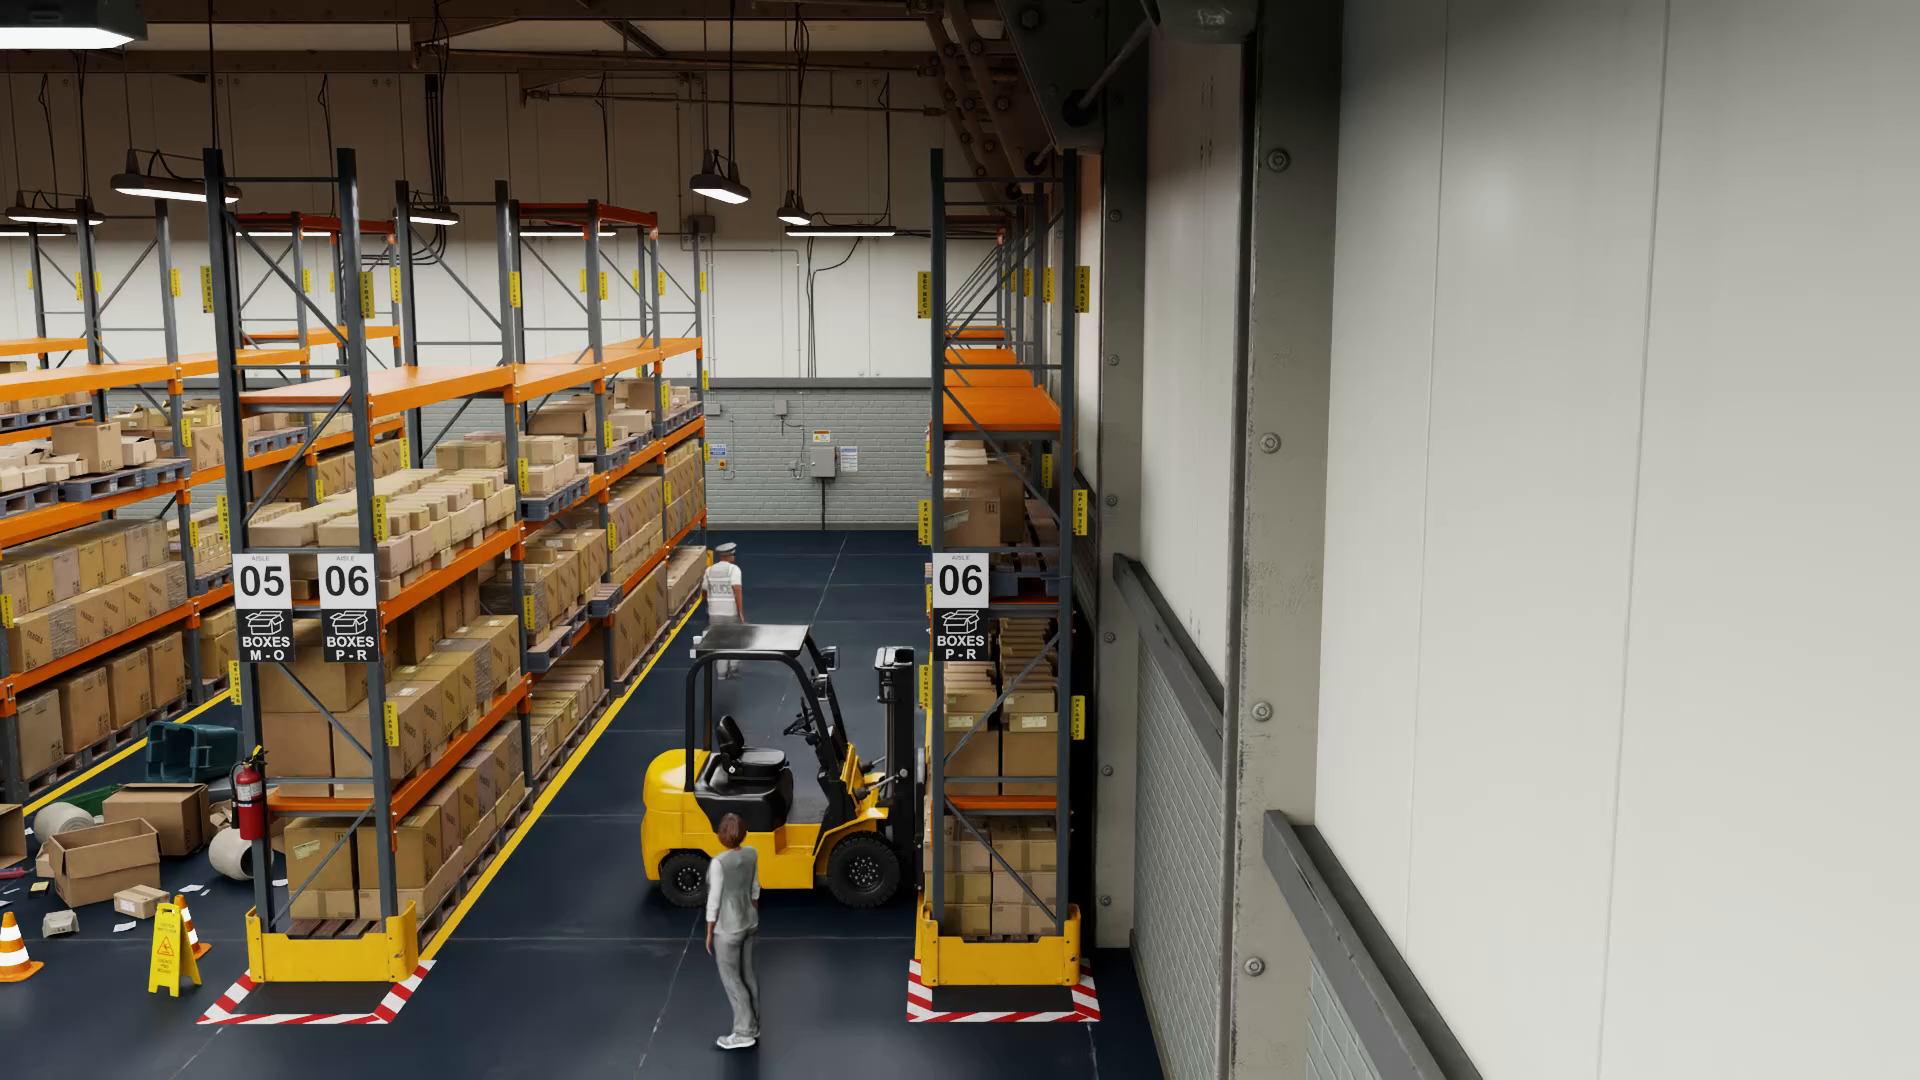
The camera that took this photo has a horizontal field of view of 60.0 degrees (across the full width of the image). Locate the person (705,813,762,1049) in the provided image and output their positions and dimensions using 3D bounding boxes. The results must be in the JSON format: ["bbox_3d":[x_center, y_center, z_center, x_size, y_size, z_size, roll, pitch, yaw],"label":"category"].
[{"bbox_3d":[-1.506,2.615,11.185,0.368,1.617,0.478,4,10,25],"label":"person"}]

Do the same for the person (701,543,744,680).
[{"bbox_3d":[-2.887,0.912,20.292,0.551,1.719,0.757,0,9,-2],"label":"person"}]

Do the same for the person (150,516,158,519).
[{"bbox_3d":[-11.623,0.474,24.192,0.437,1.678,0.467,-2,9,-13],"label":"person"}]
